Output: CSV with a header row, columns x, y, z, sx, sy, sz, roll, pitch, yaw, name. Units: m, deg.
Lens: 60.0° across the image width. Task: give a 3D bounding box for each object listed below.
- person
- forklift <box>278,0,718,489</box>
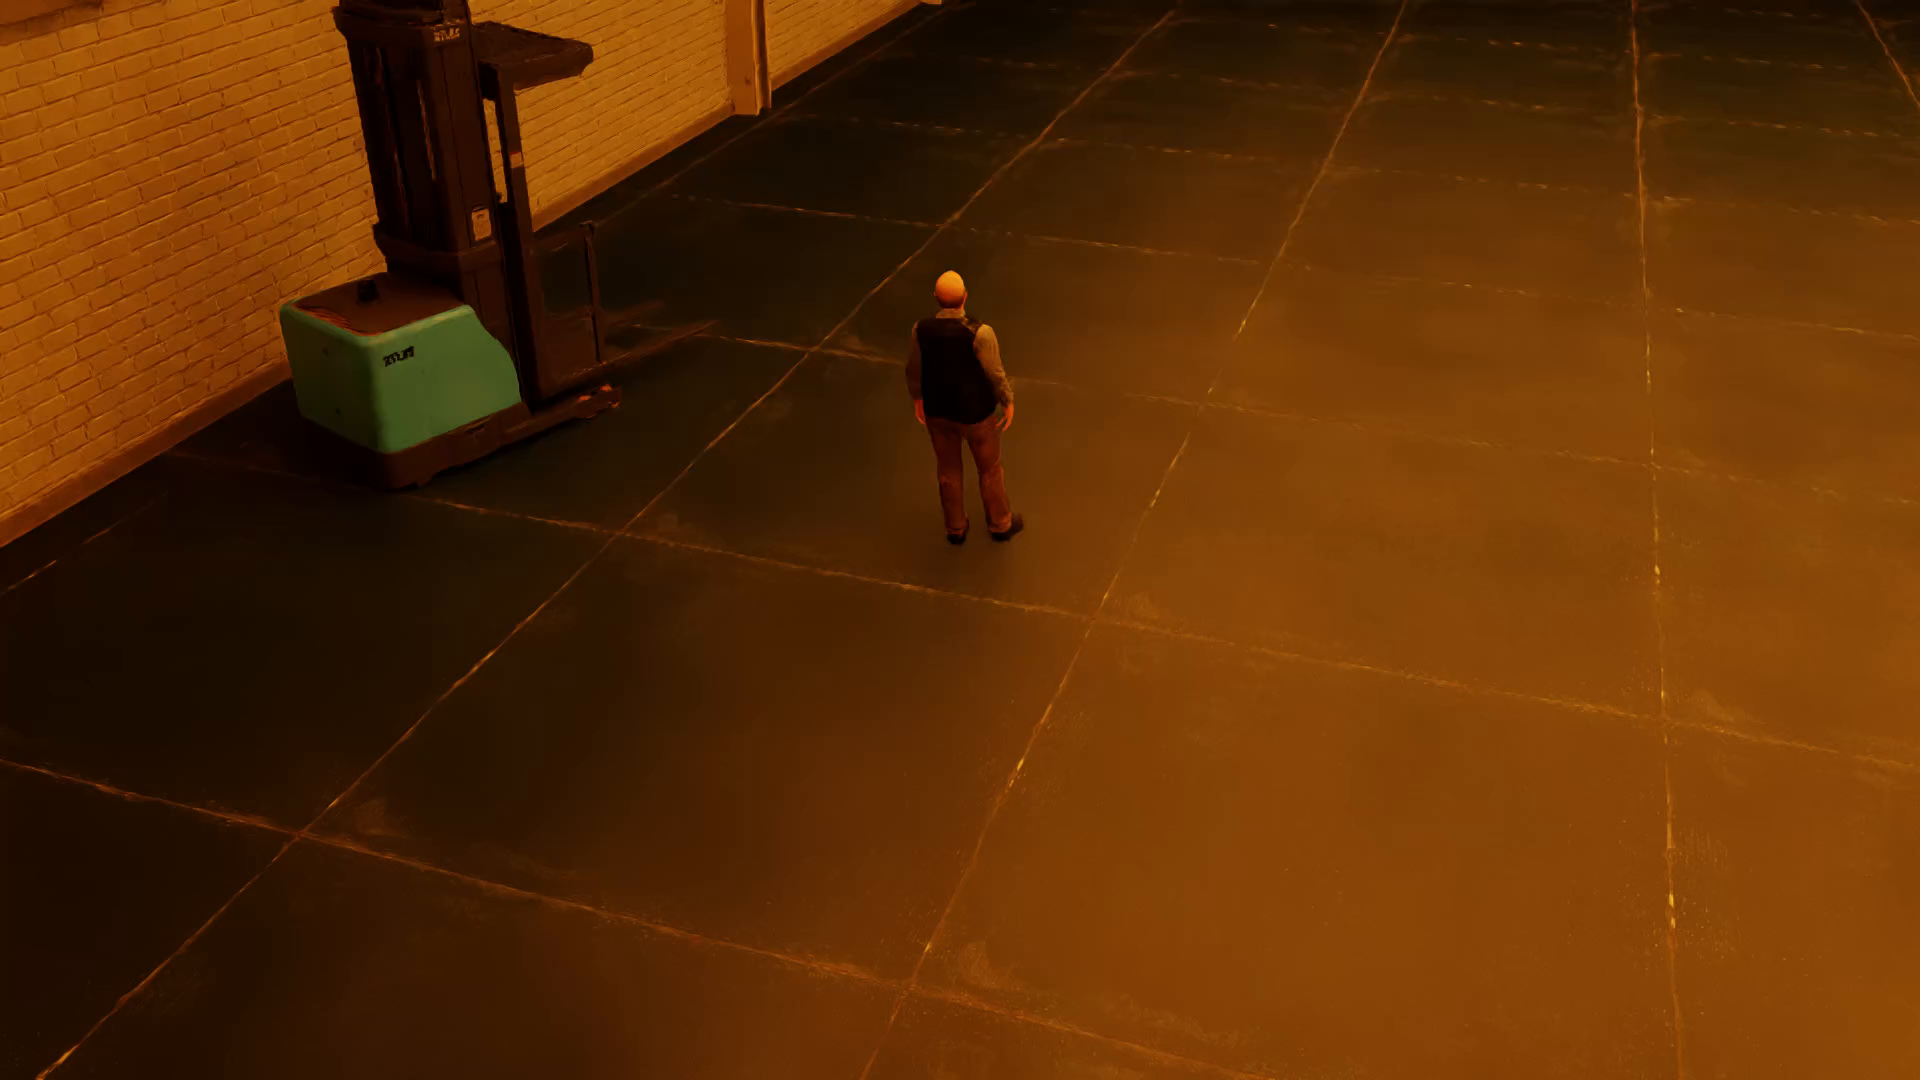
x,y,z,sx,sy,sz,roll,pitch,yaw,name
0.028,-0.782,9.715,0.632,1.720,0.567,10,31,16,person
-3.038,-2.260,11.101,1.130,2.935,3.031,22,36,33,forklift
